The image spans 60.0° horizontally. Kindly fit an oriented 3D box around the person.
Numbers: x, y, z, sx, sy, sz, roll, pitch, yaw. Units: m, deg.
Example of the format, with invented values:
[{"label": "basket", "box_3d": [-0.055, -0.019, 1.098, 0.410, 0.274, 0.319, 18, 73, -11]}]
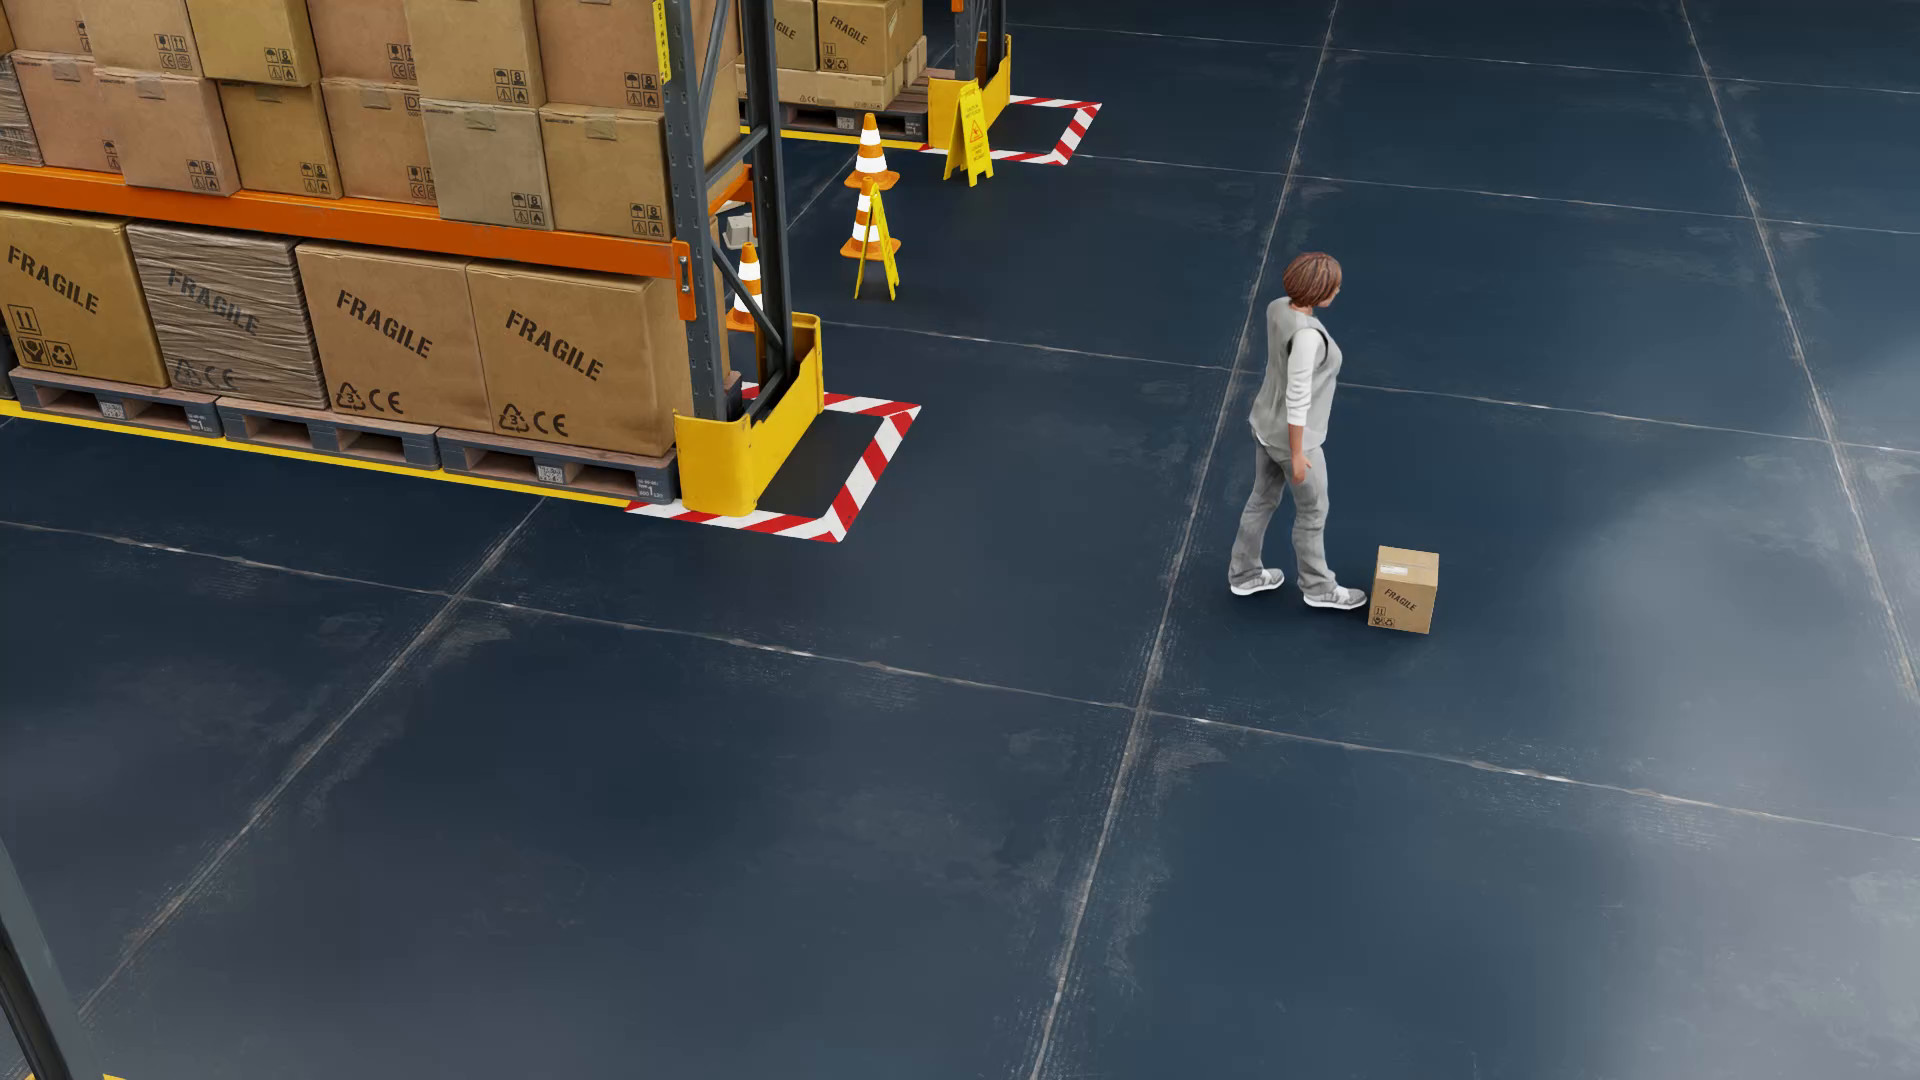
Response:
[{"label": "person", "box_3d": [1.433, -0.445, 6.807, 0.565, 1.594, 0.438, -6, 34, -10]}]
